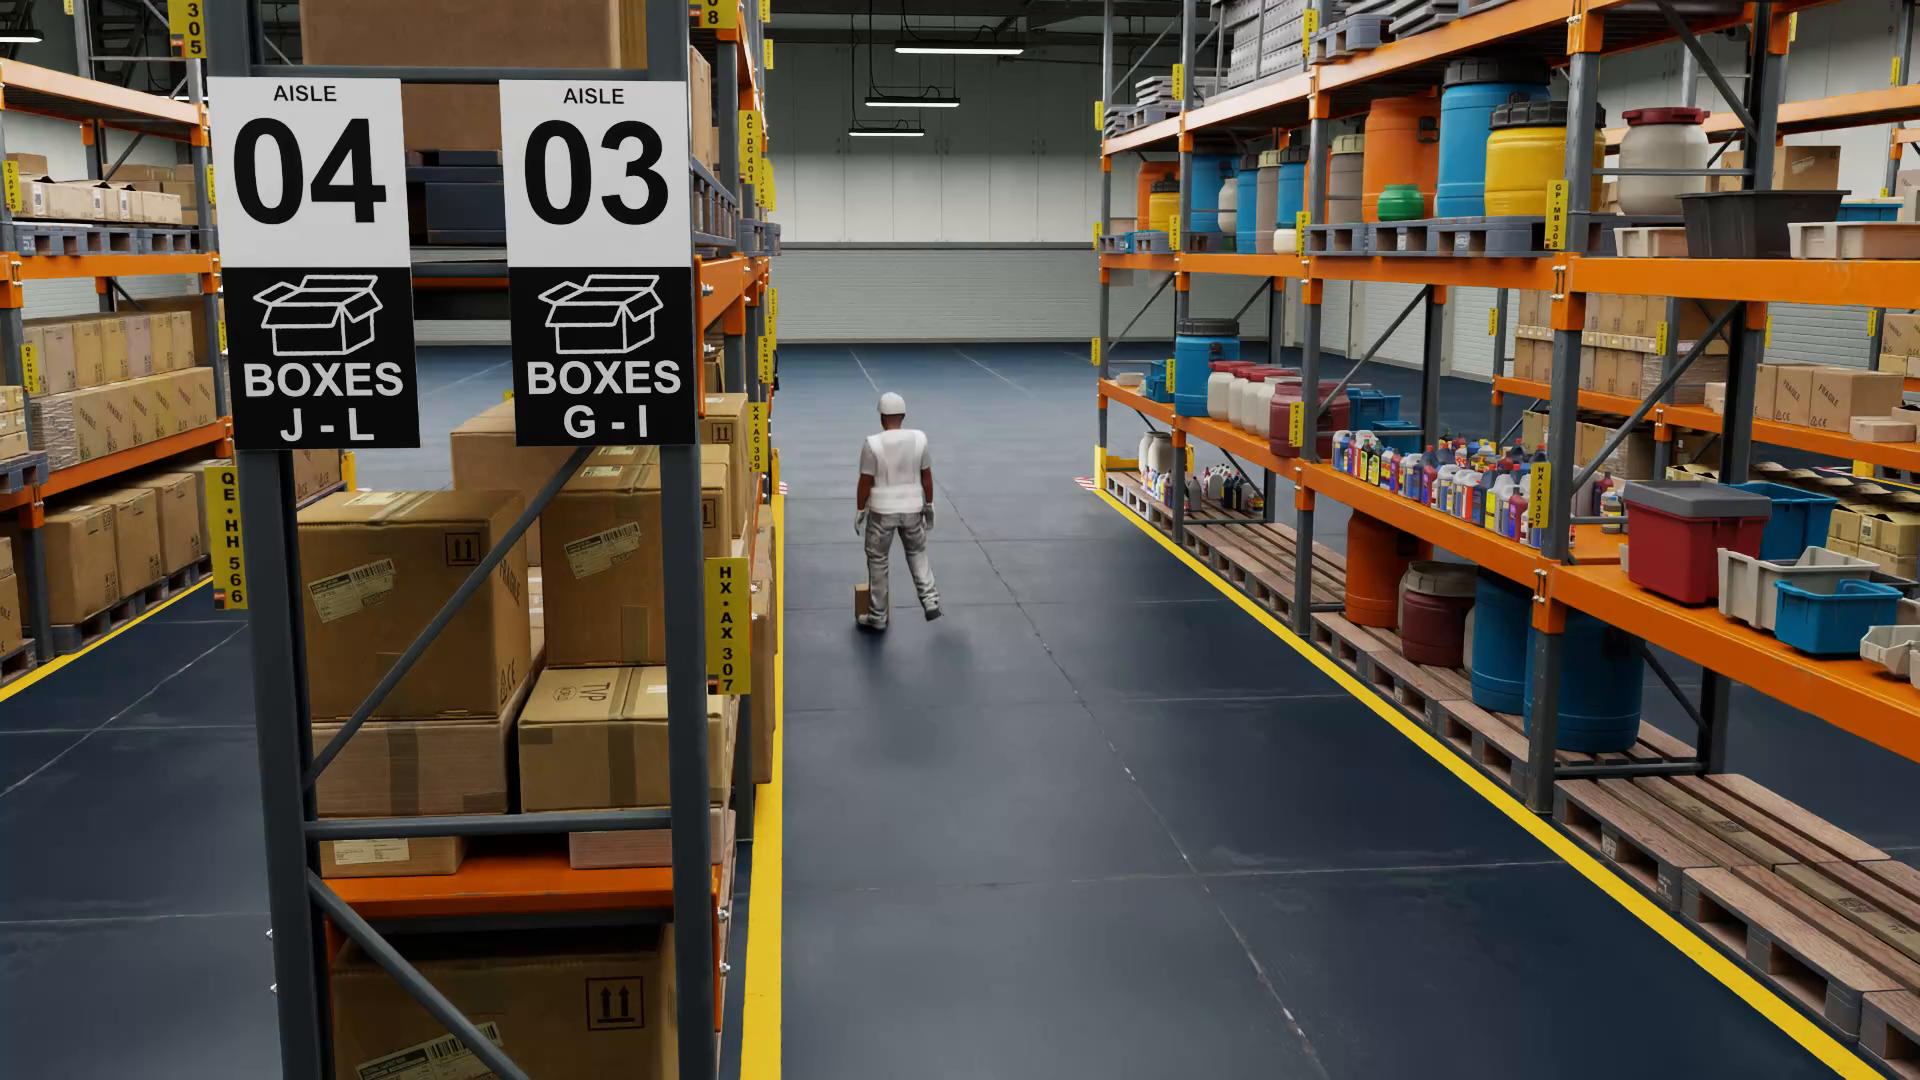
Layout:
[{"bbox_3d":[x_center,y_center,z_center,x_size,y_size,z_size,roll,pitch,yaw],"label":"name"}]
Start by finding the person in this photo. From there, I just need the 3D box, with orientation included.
[{"bbox_3d":[-0.479,-0.216,12.450,0.641,1.786,0.580,-5,11,-25],"label":"person"}]
